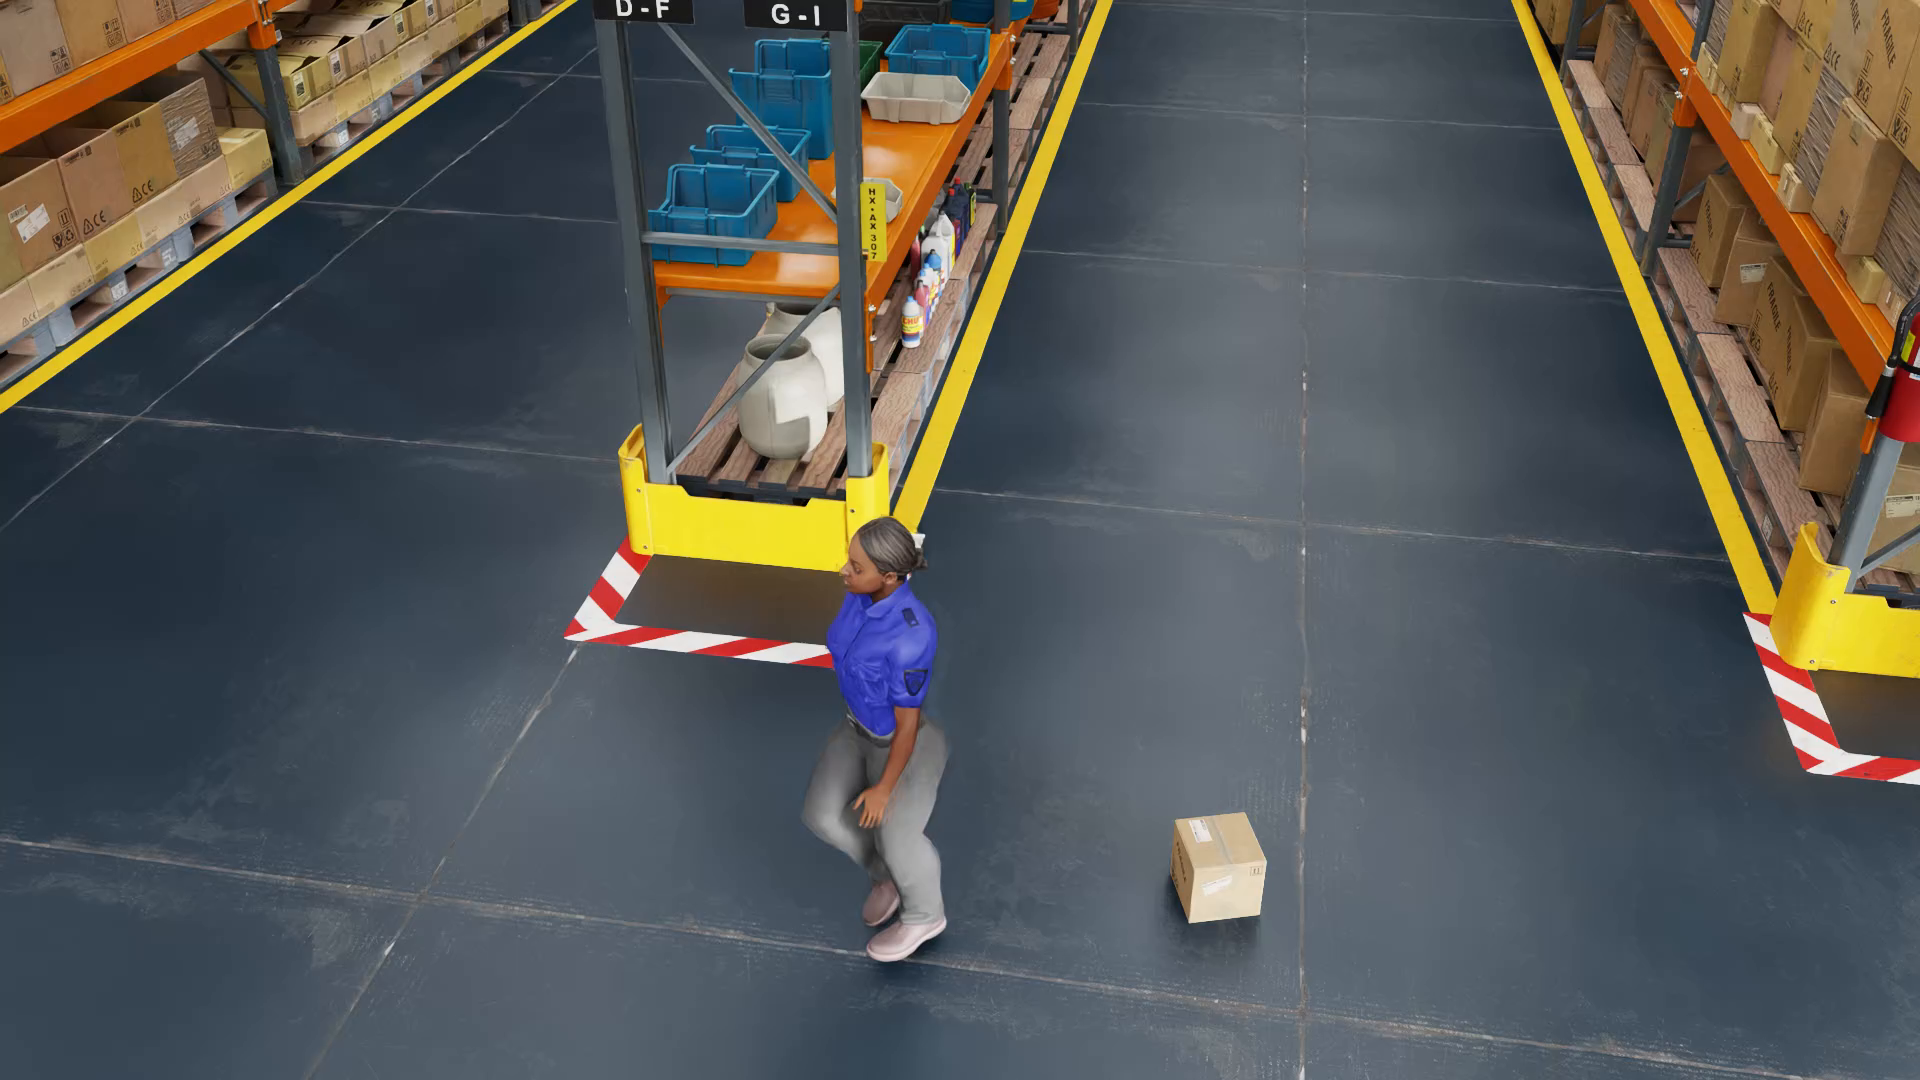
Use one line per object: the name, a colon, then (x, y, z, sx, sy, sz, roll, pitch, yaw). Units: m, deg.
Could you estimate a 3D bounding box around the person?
person: (-0.252, 0.649, 5.105, 0.423, 1.678, 0.452, -17, 36, -25)
